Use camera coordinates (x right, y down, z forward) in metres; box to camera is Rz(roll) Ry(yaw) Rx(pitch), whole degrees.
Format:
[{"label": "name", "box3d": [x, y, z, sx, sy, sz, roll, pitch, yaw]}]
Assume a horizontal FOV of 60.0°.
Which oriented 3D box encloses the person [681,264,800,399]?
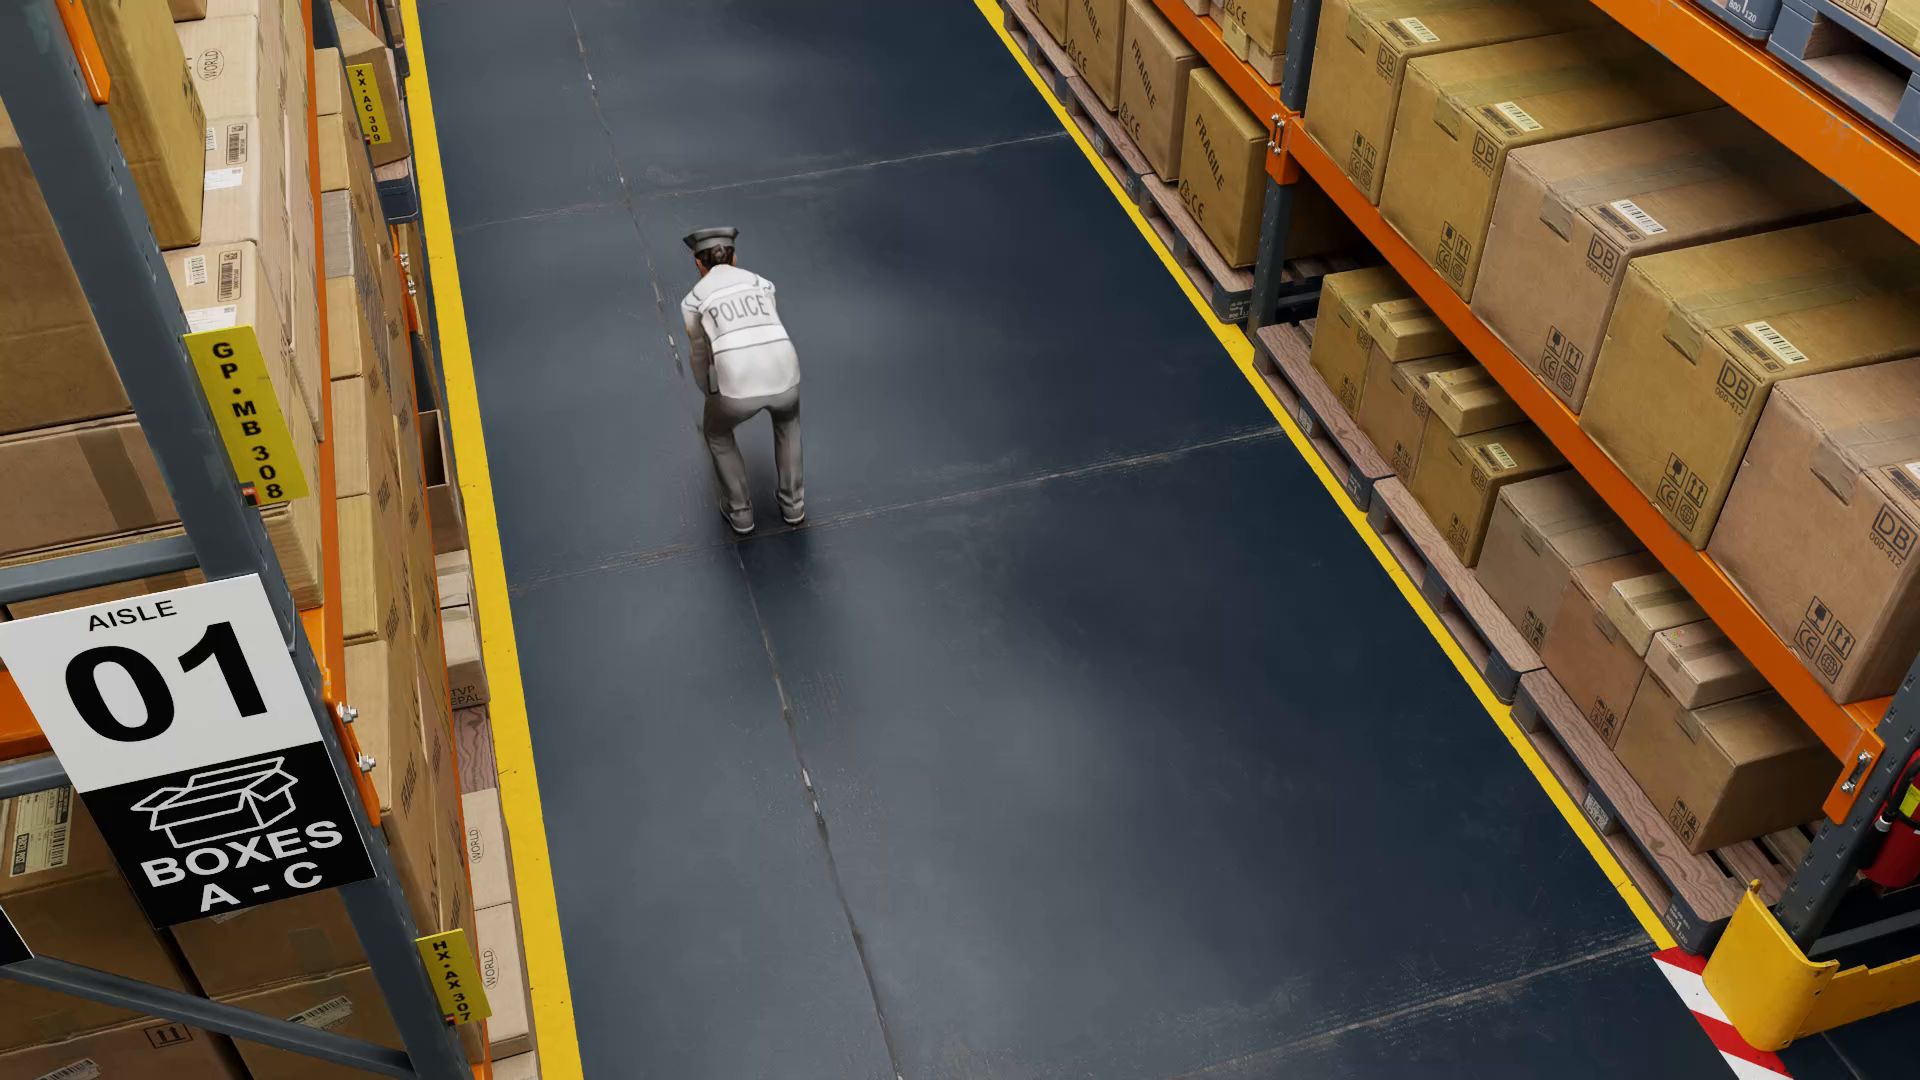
[{"label": "person", "box3d": [-0.918, -0.759, 7.064, 0.412, 0.653, 0.681, -14, 44, -14]}]
